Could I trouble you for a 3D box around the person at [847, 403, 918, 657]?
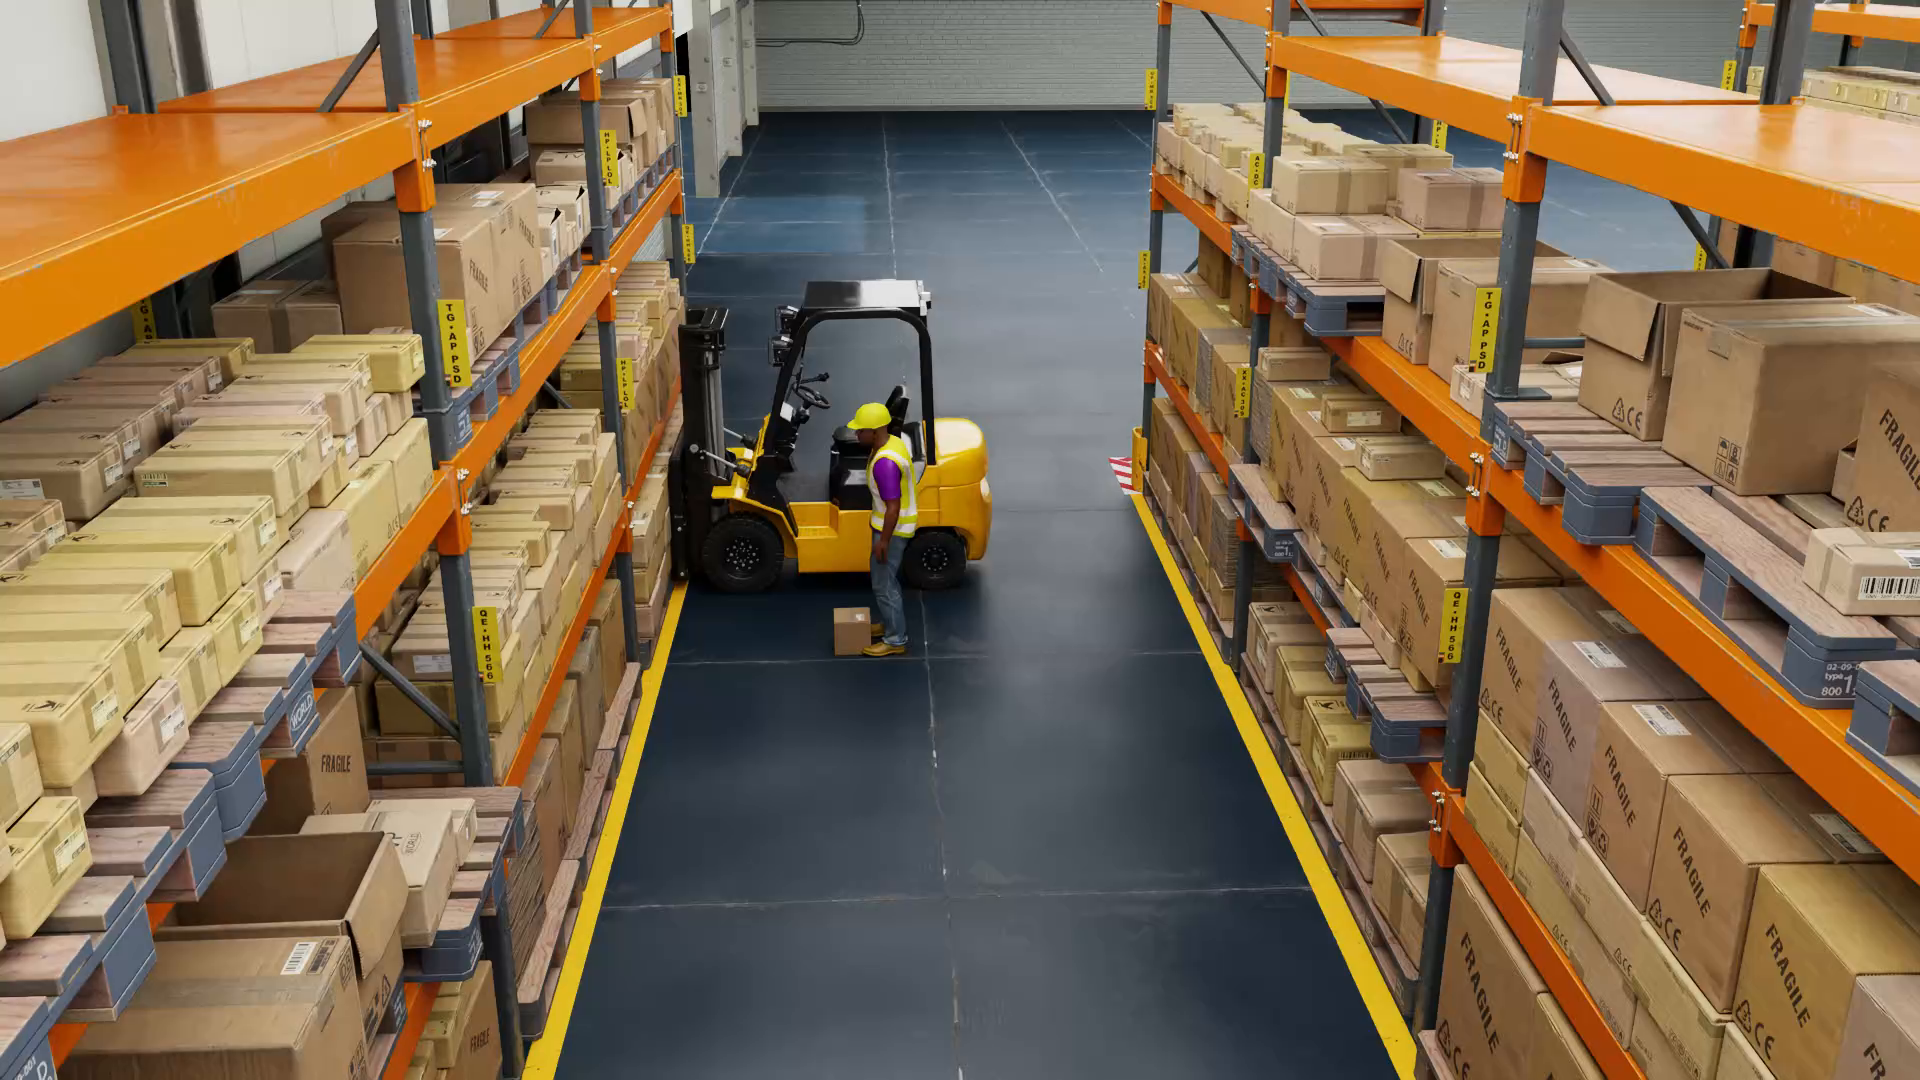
[{"bbox_3d":[-0.516,-0.086,11.283,0.461,1.760,0.626,-1,20,-3],"label":"person"}]
